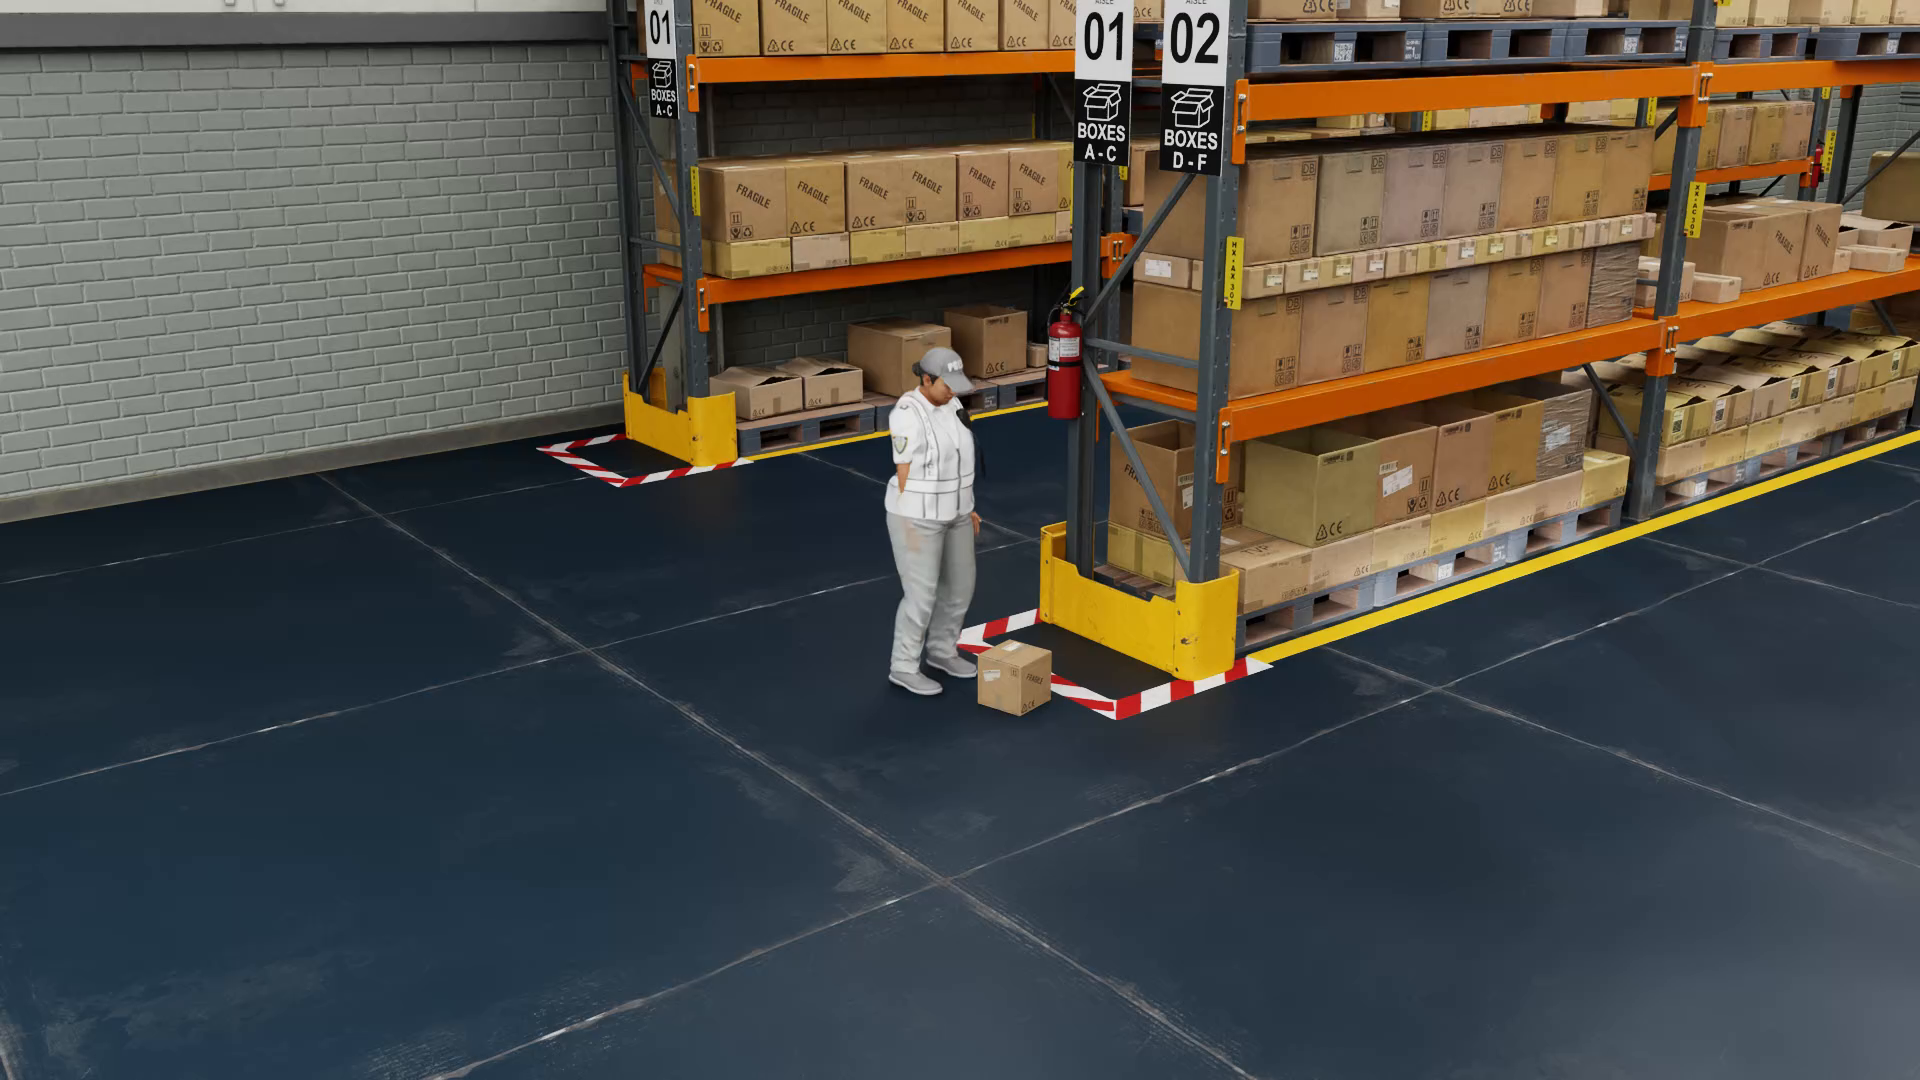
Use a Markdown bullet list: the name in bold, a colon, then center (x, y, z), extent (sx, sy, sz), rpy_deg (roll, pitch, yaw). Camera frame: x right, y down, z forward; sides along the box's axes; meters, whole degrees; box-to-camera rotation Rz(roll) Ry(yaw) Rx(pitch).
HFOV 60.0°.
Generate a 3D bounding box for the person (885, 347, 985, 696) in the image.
- **person**: center (-0.115, -0.107, 7.922), extent (0.401, 1.650, 0.476), rpy_deg (14, 23, 37)
